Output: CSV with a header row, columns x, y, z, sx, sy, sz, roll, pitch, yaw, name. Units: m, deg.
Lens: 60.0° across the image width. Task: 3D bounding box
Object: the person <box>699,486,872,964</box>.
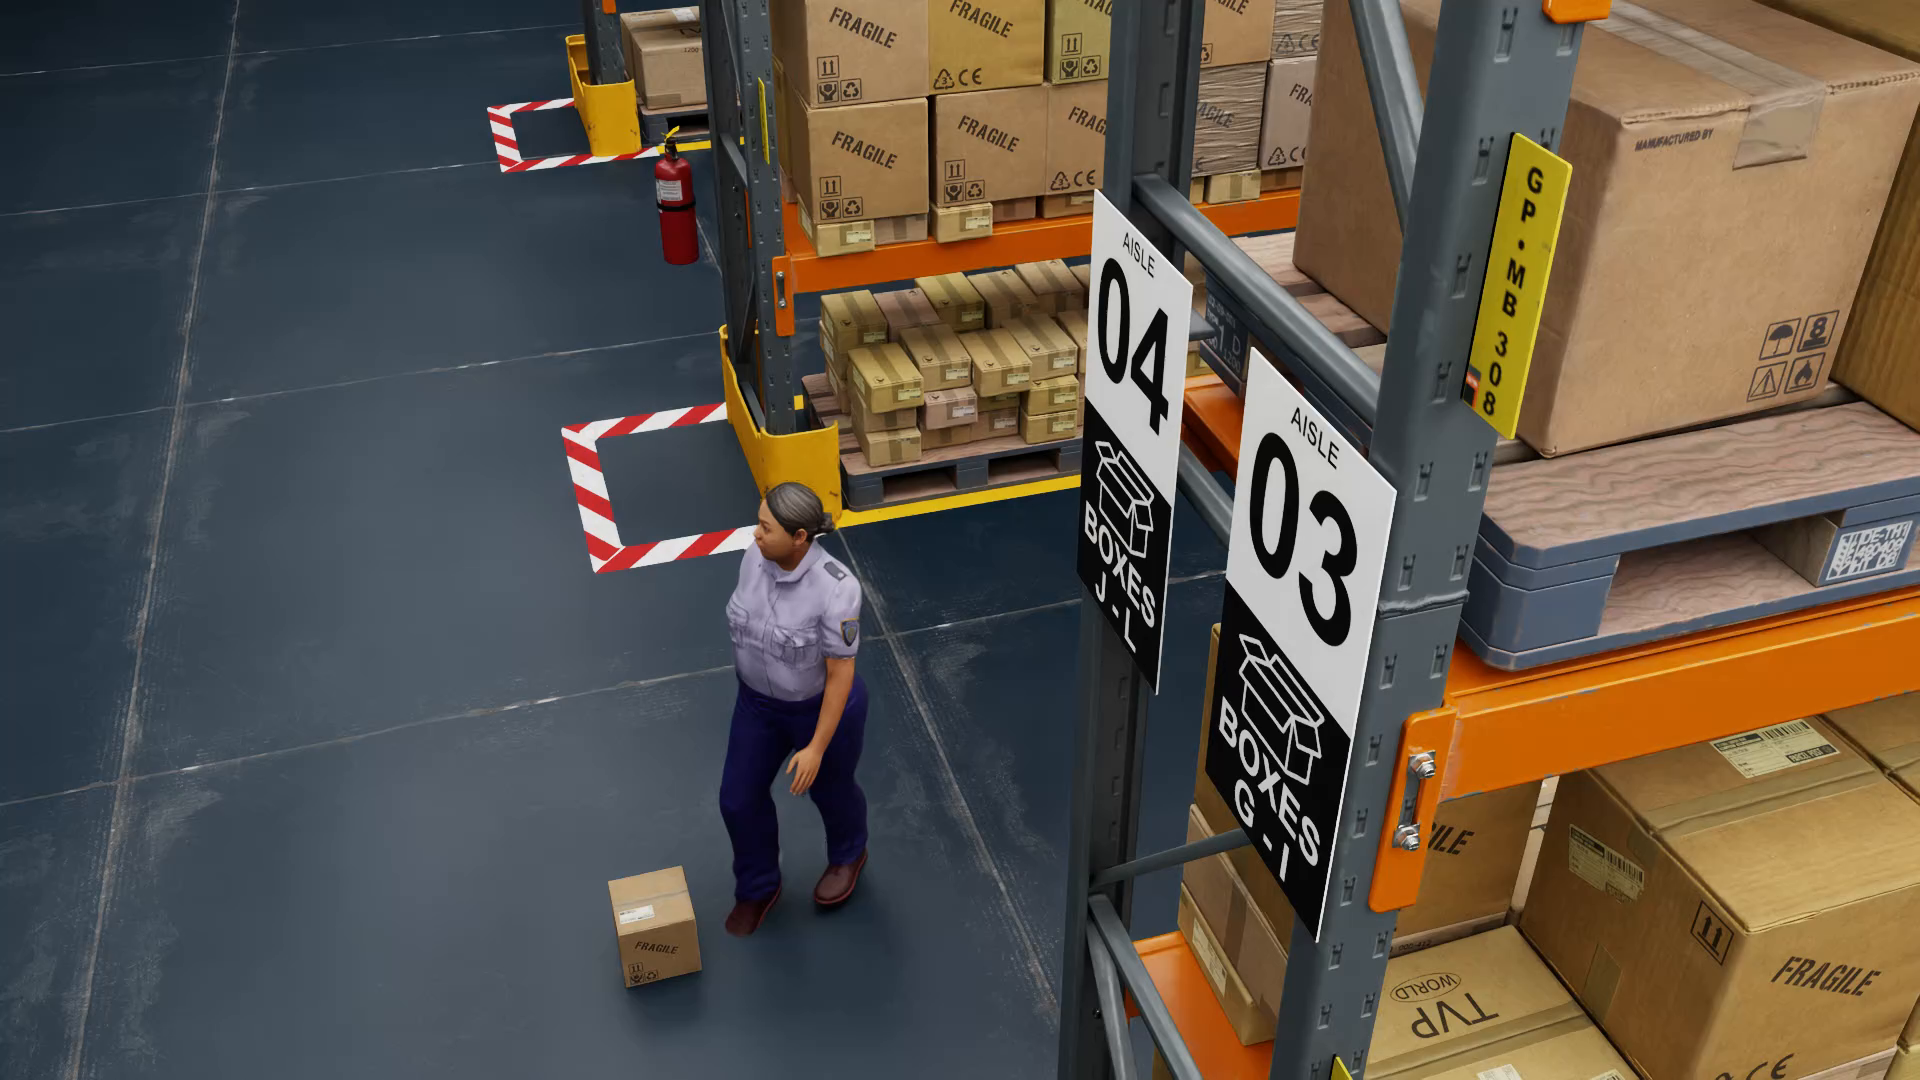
x,y,z,sx,sy,sz,roll,pitch,yaw,name
-0.570,0.608,5.276,0.503,1.681,0.707,20,39,27,person
